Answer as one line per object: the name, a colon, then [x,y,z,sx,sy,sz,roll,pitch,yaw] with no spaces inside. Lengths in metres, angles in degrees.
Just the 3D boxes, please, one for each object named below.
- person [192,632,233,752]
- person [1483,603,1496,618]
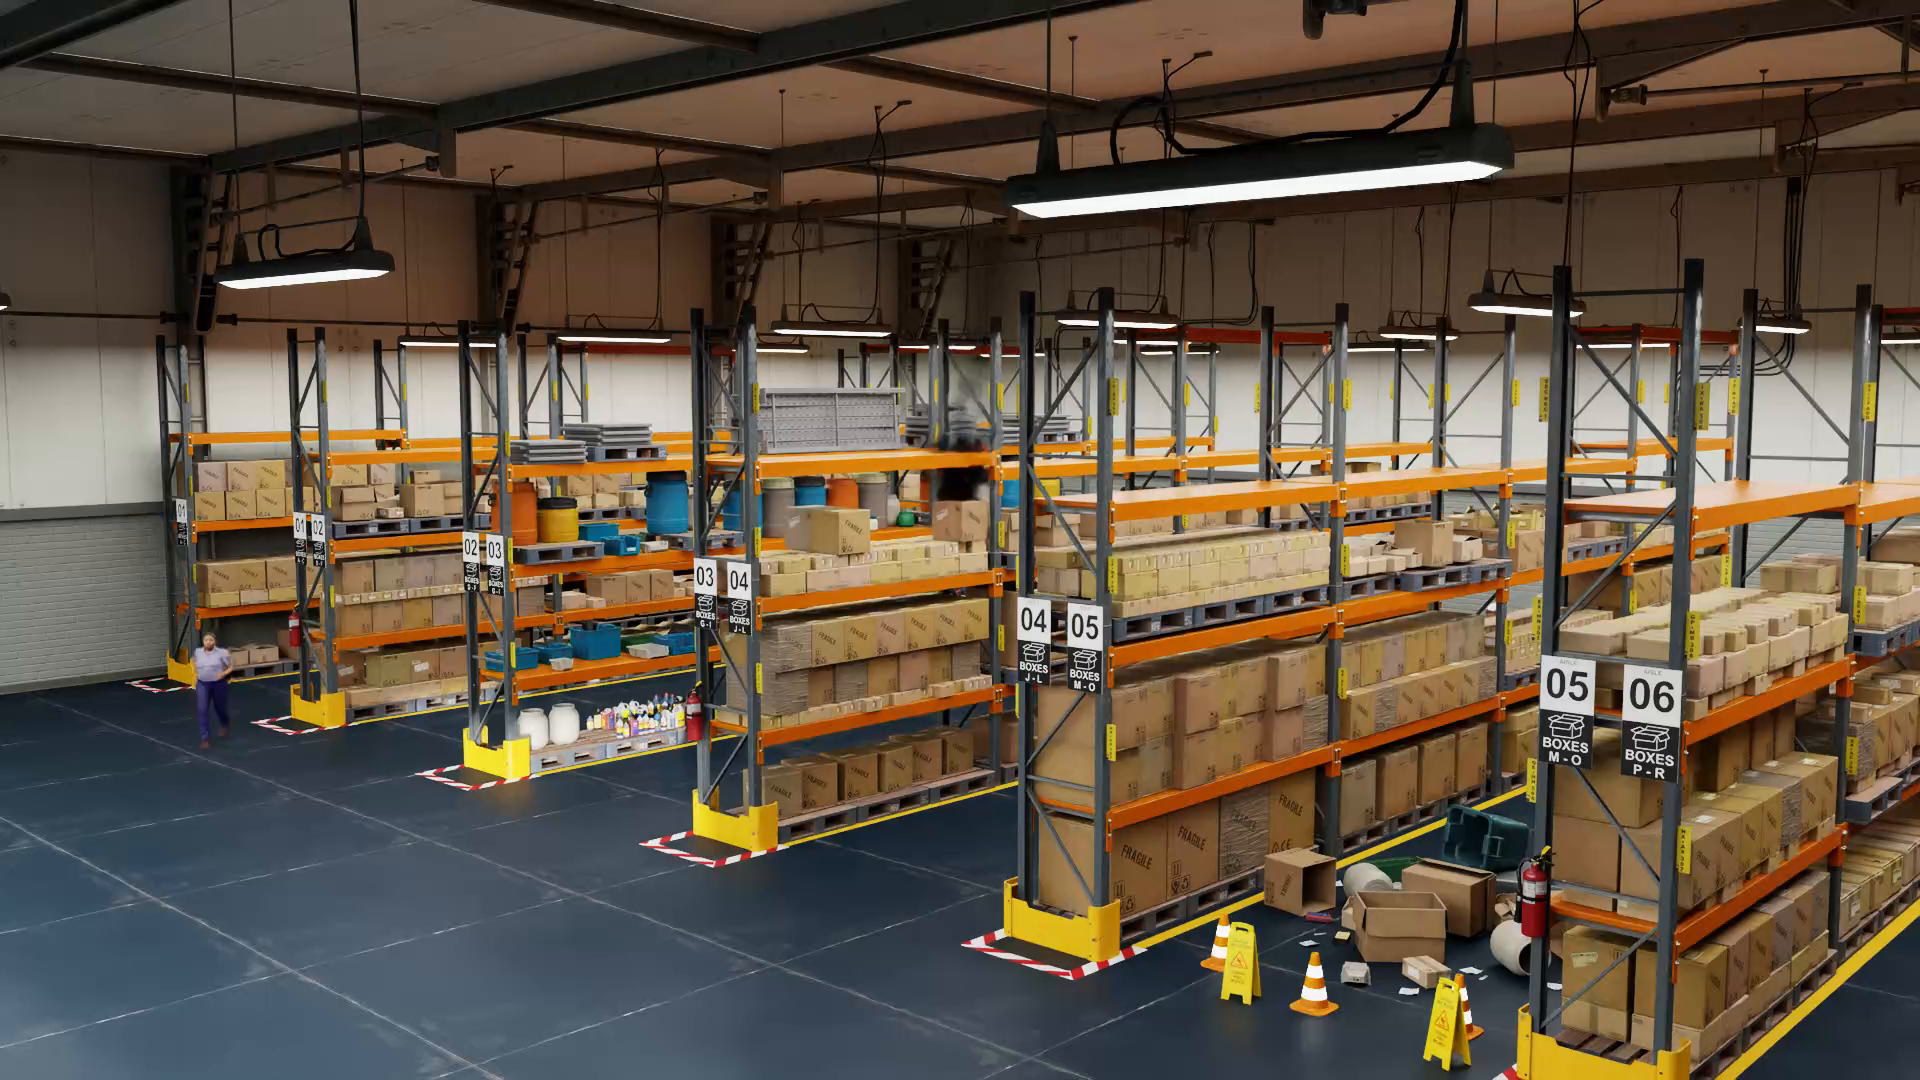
person: [-10.694,2.130,23.807,0.559,1.636,0.912,-1,6,-15]
person: [8.170,1.852,25.688,1.019,1.750,0.664,-4,7,-40]
